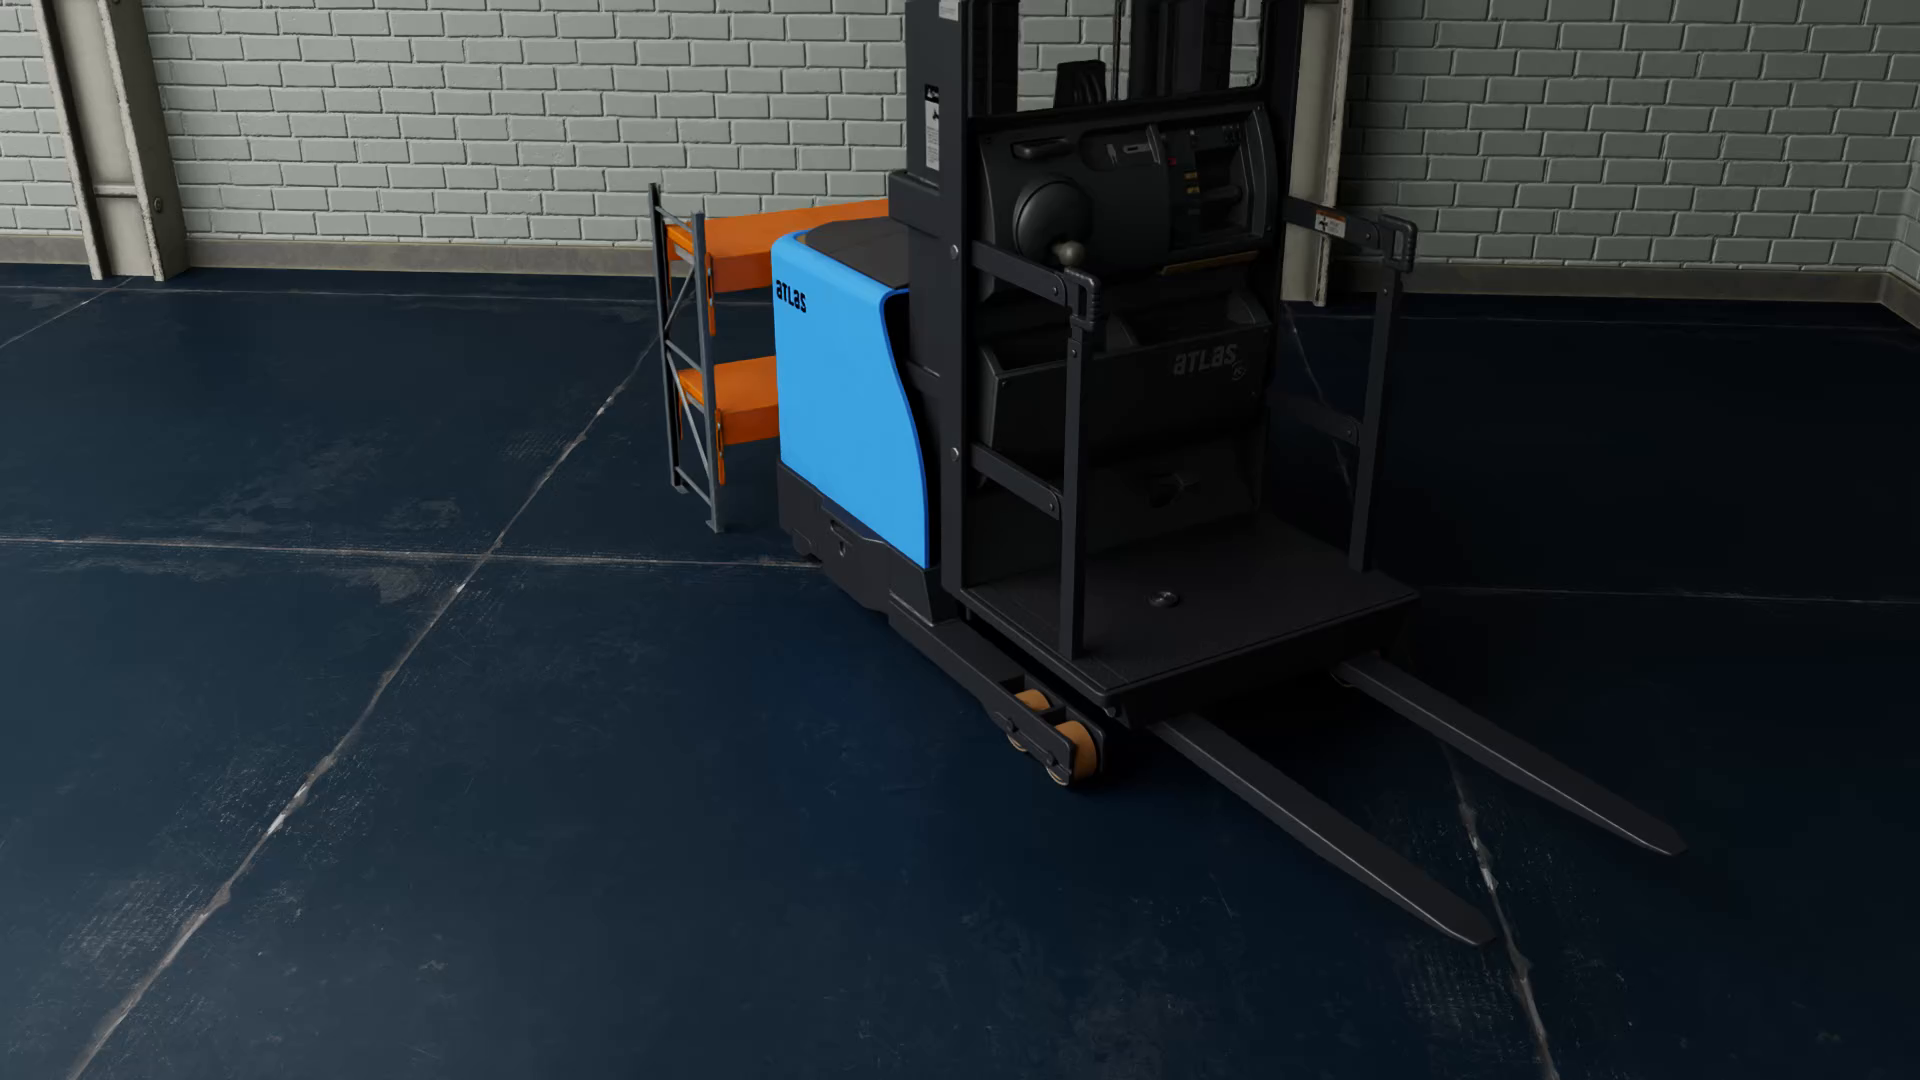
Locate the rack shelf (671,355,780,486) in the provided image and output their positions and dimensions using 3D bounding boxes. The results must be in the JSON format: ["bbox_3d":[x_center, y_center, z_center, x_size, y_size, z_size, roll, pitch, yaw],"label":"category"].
[{"bbox_3d":[-0.497,-0.504,6.084,1.000,0.278,0.538,-12,27,-25],"label":"rack shelf"}]

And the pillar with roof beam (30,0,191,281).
[{"bbox_3d":[-4.674,-3.719,3.067,0.400,9.000,9.100,2,25,4],"label":"pillar with roof beam"}]

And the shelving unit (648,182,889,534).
[{"bbox_3d":[-0.497,-0.726,5.982,1.048,1.125,0.538,-12,27,-25],"label":"shelving unit"}]

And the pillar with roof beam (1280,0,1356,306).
[{"bbox_3d":[1.309,-3.527,2.649,0.400,9.000,9.100,2,25,4],"label":"pillar with roof beam"}]

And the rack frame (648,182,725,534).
[{"bbox_3d":[-0.949,-0.629,5.770,0.032,1.125,0.500,-12,27,-25],"label":"rack frame"}]

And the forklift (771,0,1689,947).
[{"bbox_3d":[0.569,-0.911,4.224,1.130,2.935,3.031,-14,28,-28],"label":"forklift"}]

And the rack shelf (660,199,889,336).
[{"bbox_3d":[-0.497,-0.992,5.859,1.000,0.278,0.538,-12,27,-25],"label":"rack shelf"}]
